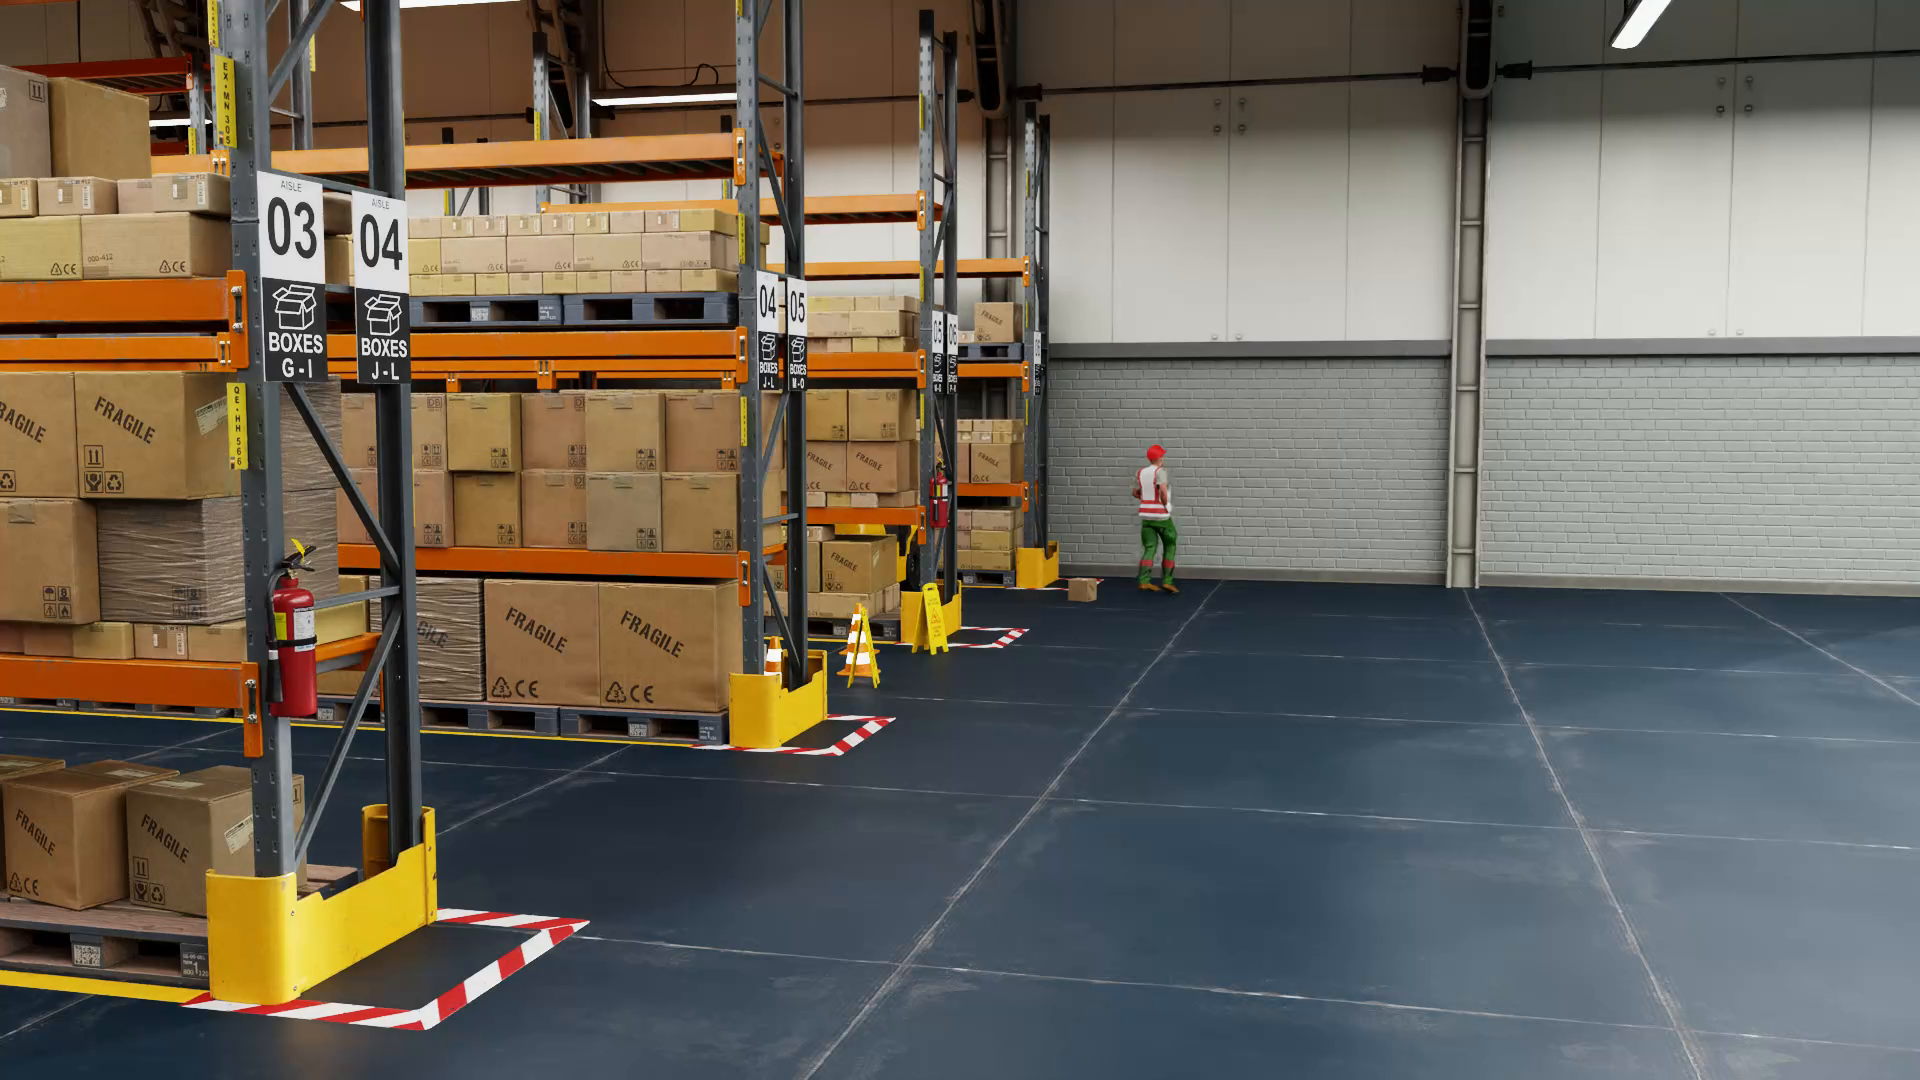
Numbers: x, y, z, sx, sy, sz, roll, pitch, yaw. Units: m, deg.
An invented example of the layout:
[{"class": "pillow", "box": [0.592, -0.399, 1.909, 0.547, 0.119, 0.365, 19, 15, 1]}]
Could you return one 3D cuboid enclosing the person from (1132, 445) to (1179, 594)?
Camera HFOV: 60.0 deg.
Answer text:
[{"class": "person", "box": [2.347, -0.232, 20.059, 0.655, 1.830, 0.699, 4, 6, 43]}]
